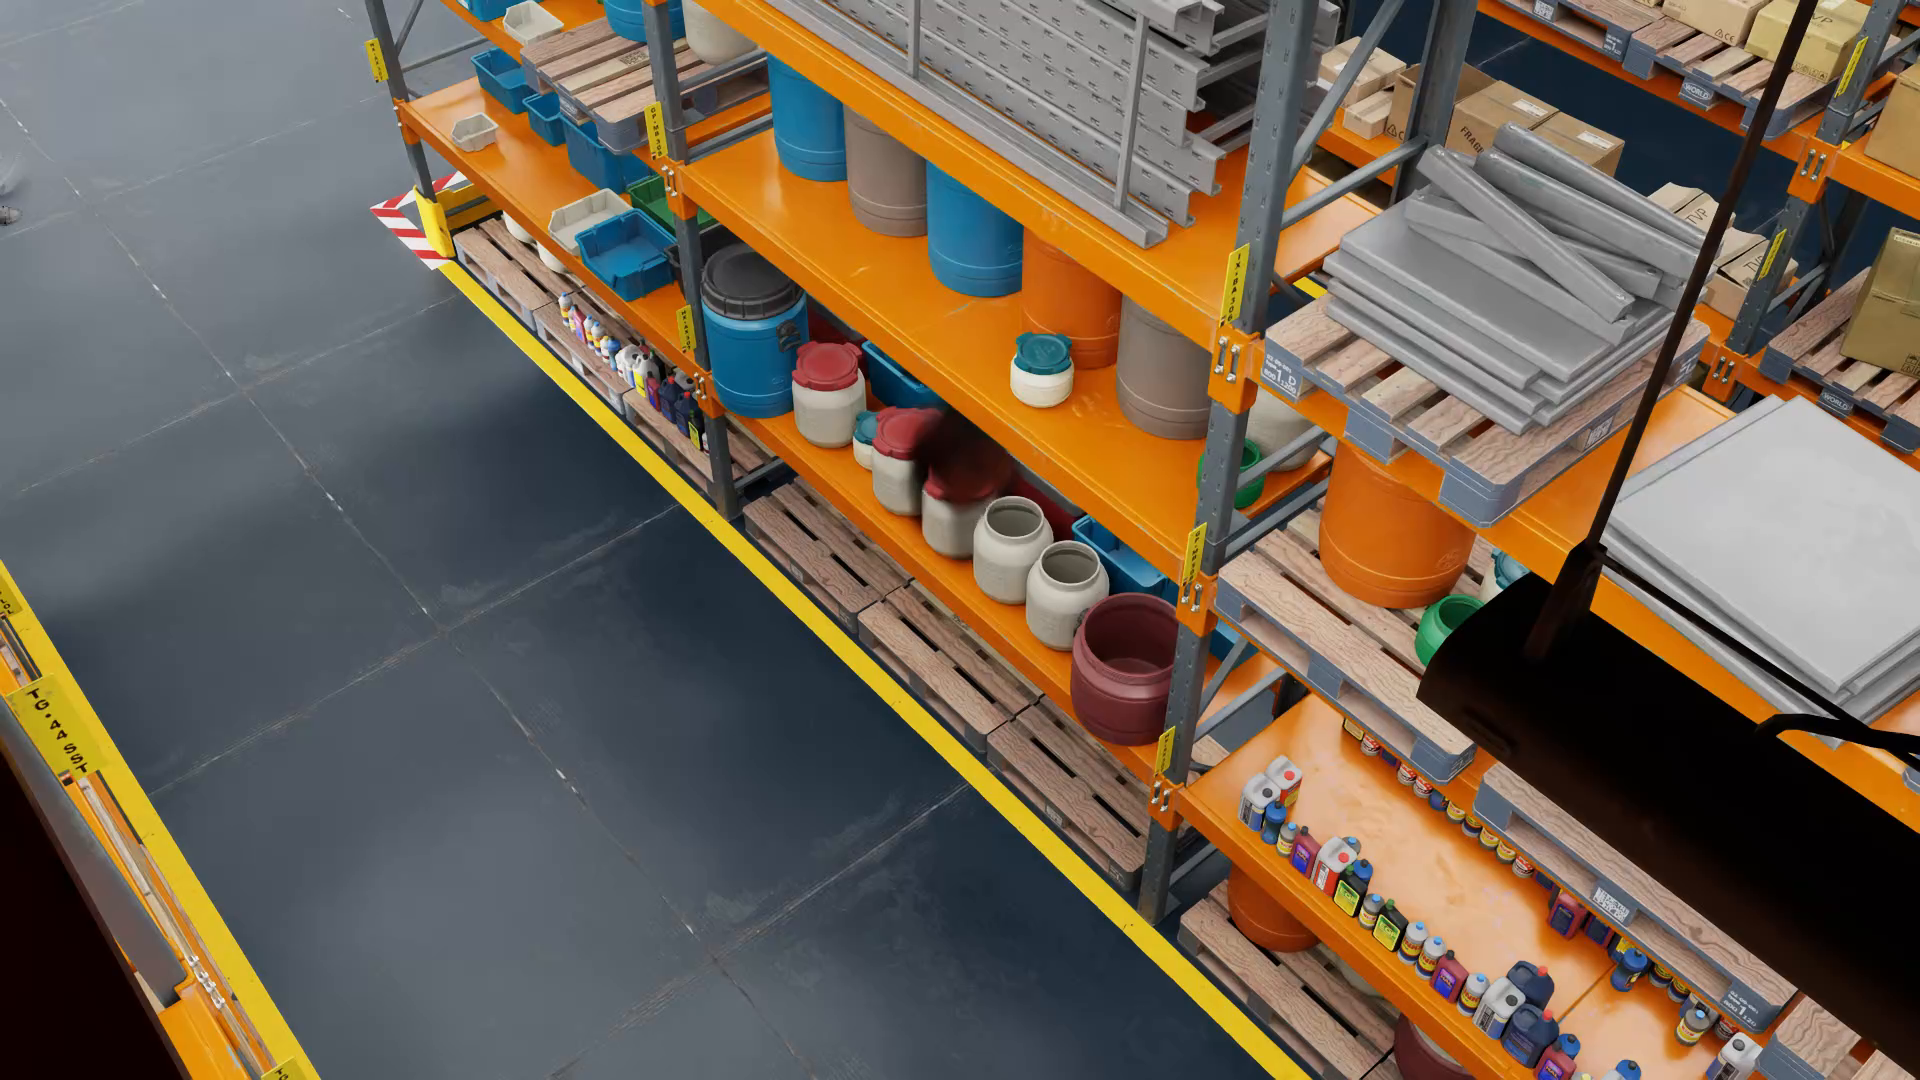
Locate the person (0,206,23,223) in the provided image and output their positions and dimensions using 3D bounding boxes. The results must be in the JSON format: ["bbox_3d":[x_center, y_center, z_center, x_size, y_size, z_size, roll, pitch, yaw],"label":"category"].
[{"bbox_3d":[-7.896,-3.275,12.843,0.421,1.805,0.708,-31,54,-26],"label":"person"}]
